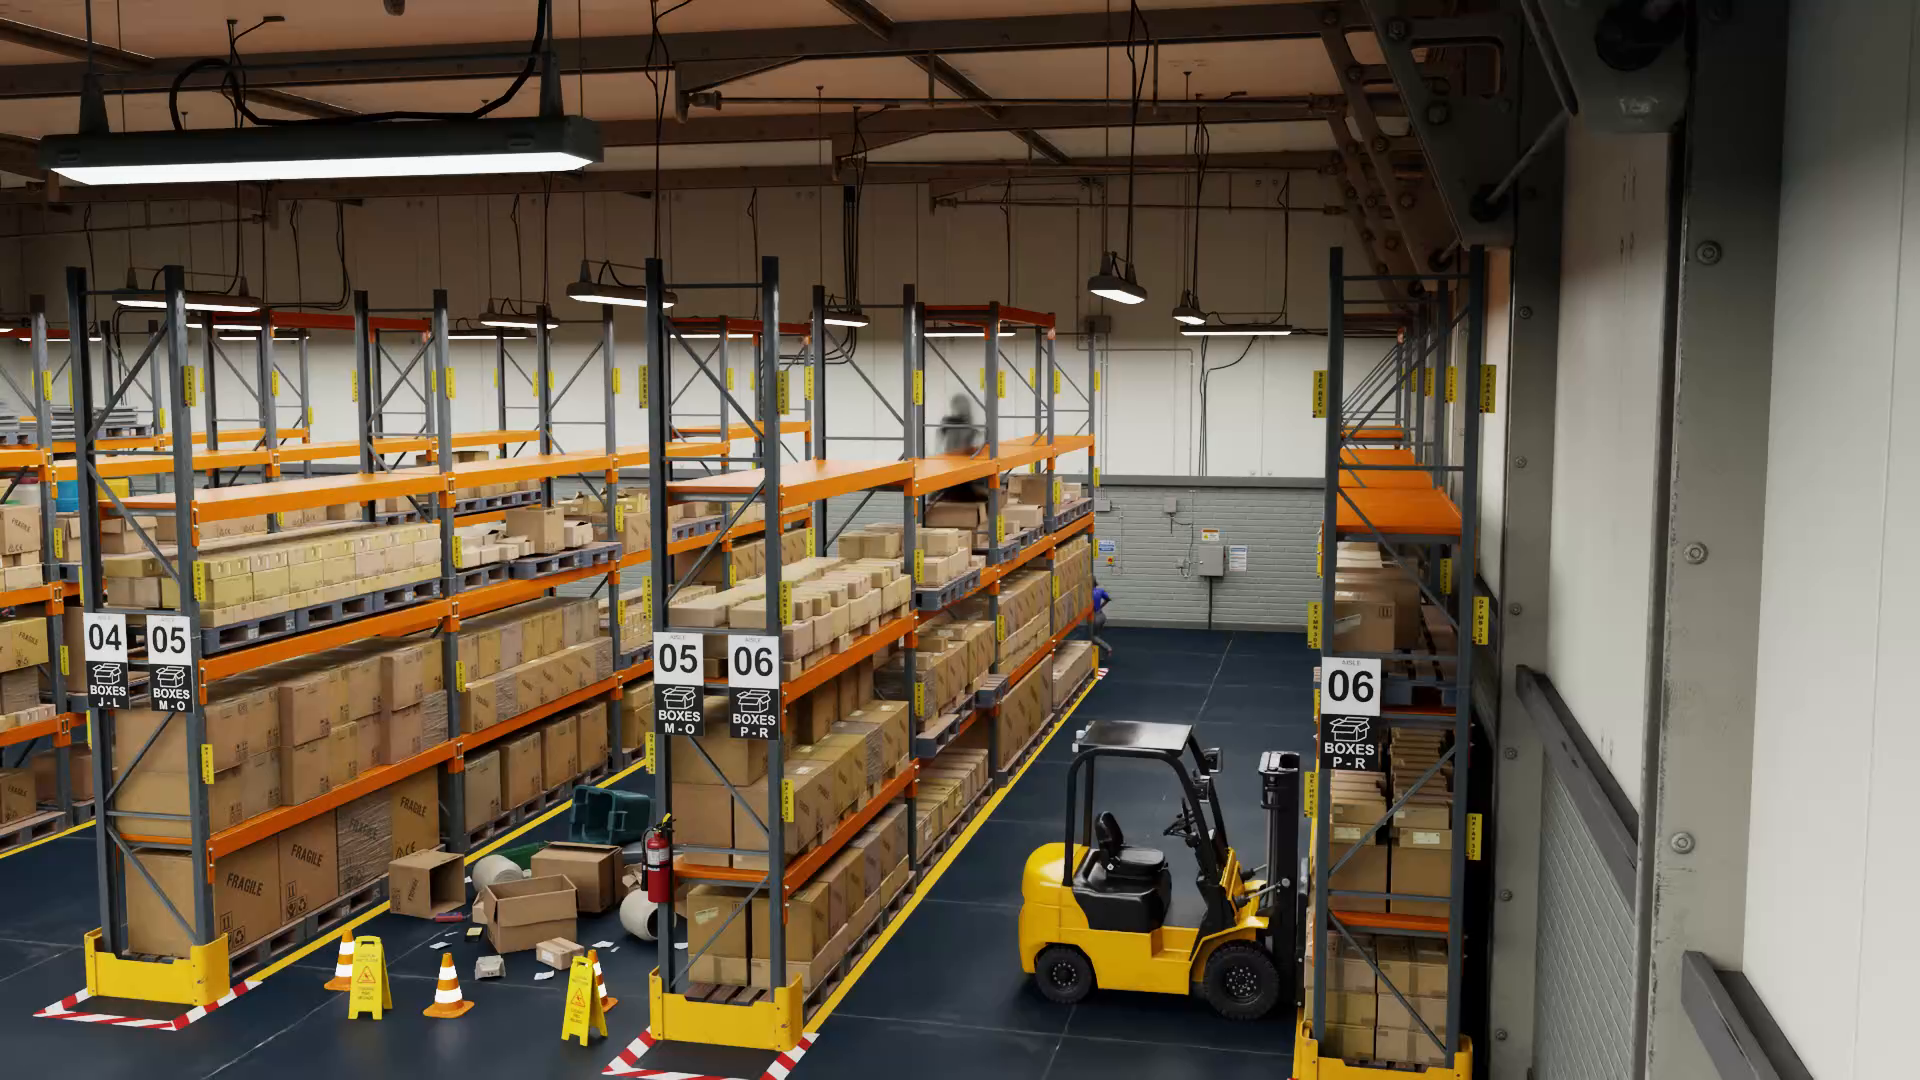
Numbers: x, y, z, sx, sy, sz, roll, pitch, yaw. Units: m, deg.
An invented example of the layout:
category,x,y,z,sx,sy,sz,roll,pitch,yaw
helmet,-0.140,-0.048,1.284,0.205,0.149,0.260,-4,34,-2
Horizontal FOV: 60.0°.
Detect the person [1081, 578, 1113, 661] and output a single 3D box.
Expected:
category,x,y,z,sx,sy,sz,roll,pitch,yaw
person,2.405,1.416,29.479,0.651,1.573,0.576,-6,8,-44
